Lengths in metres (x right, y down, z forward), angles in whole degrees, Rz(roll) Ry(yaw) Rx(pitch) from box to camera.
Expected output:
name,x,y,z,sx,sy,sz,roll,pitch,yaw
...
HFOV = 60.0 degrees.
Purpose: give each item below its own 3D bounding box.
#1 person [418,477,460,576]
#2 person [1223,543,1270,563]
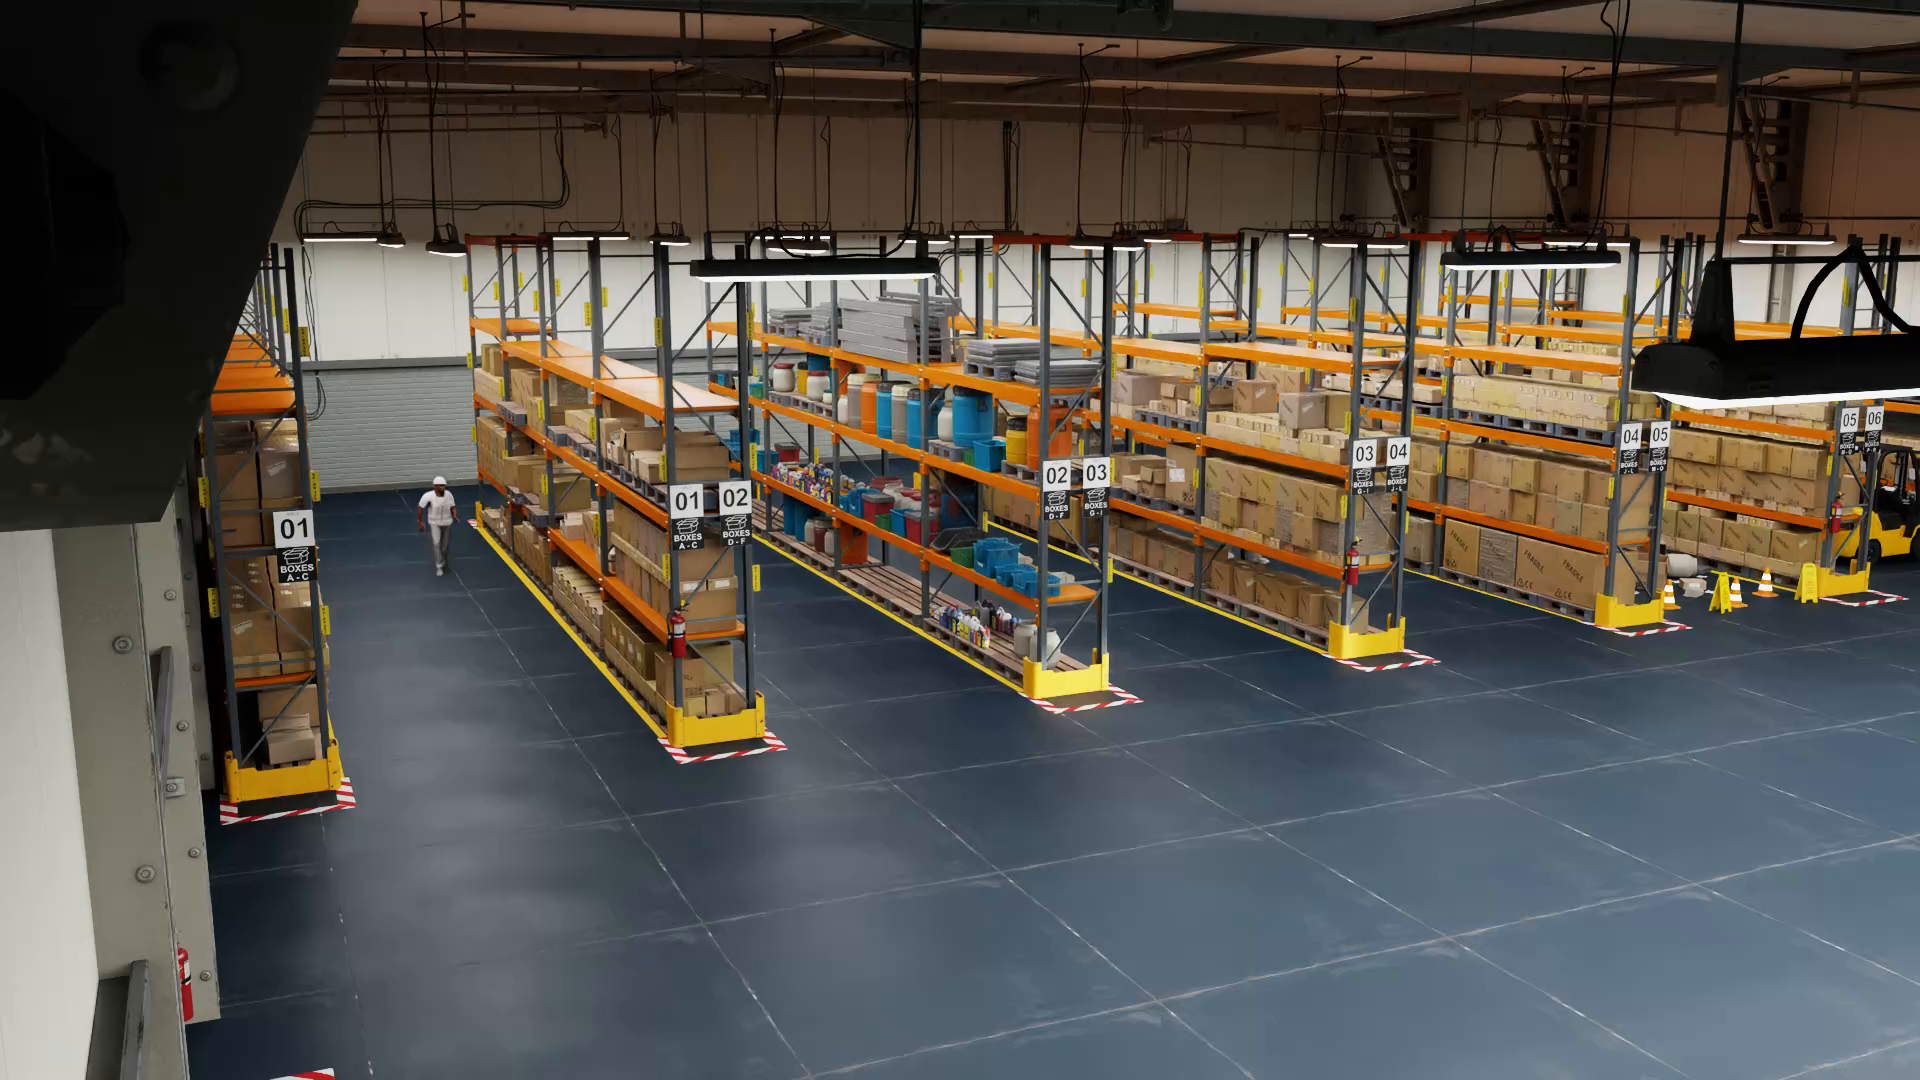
name,x,y,z,sx,sy,sz,roll,pitch,yaw
person,-9.436,-0.275,30.114,0.690,1.765,0.953,-5,12,-23
person,5.311,-0.467,30.817,0.685,1.725,1.079,-7,13,-30
